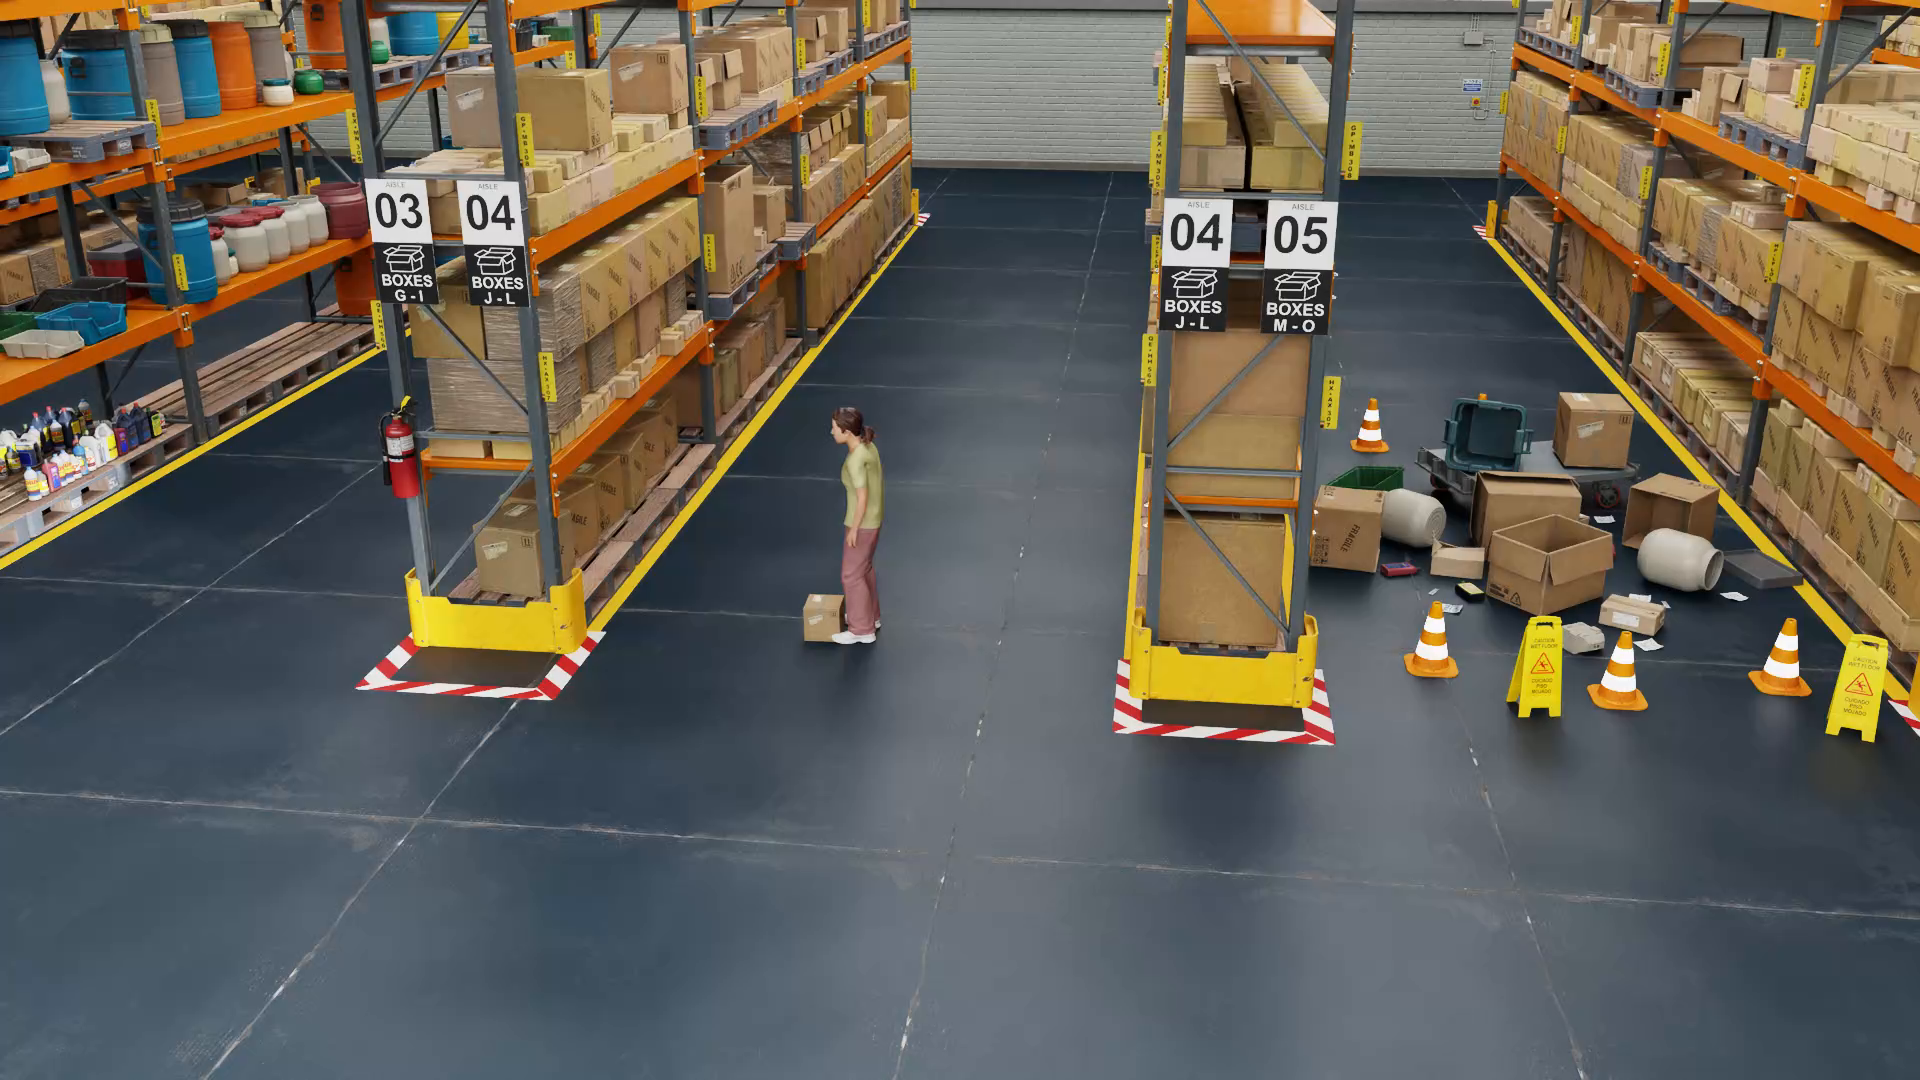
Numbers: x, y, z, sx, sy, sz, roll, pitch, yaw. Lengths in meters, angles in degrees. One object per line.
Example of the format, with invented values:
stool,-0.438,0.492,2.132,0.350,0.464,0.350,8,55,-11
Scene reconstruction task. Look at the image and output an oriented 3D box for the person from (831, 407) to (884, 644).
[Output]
person,-0.702,-0.112,11.373,0.365,1.672,0.497,2,21,5
